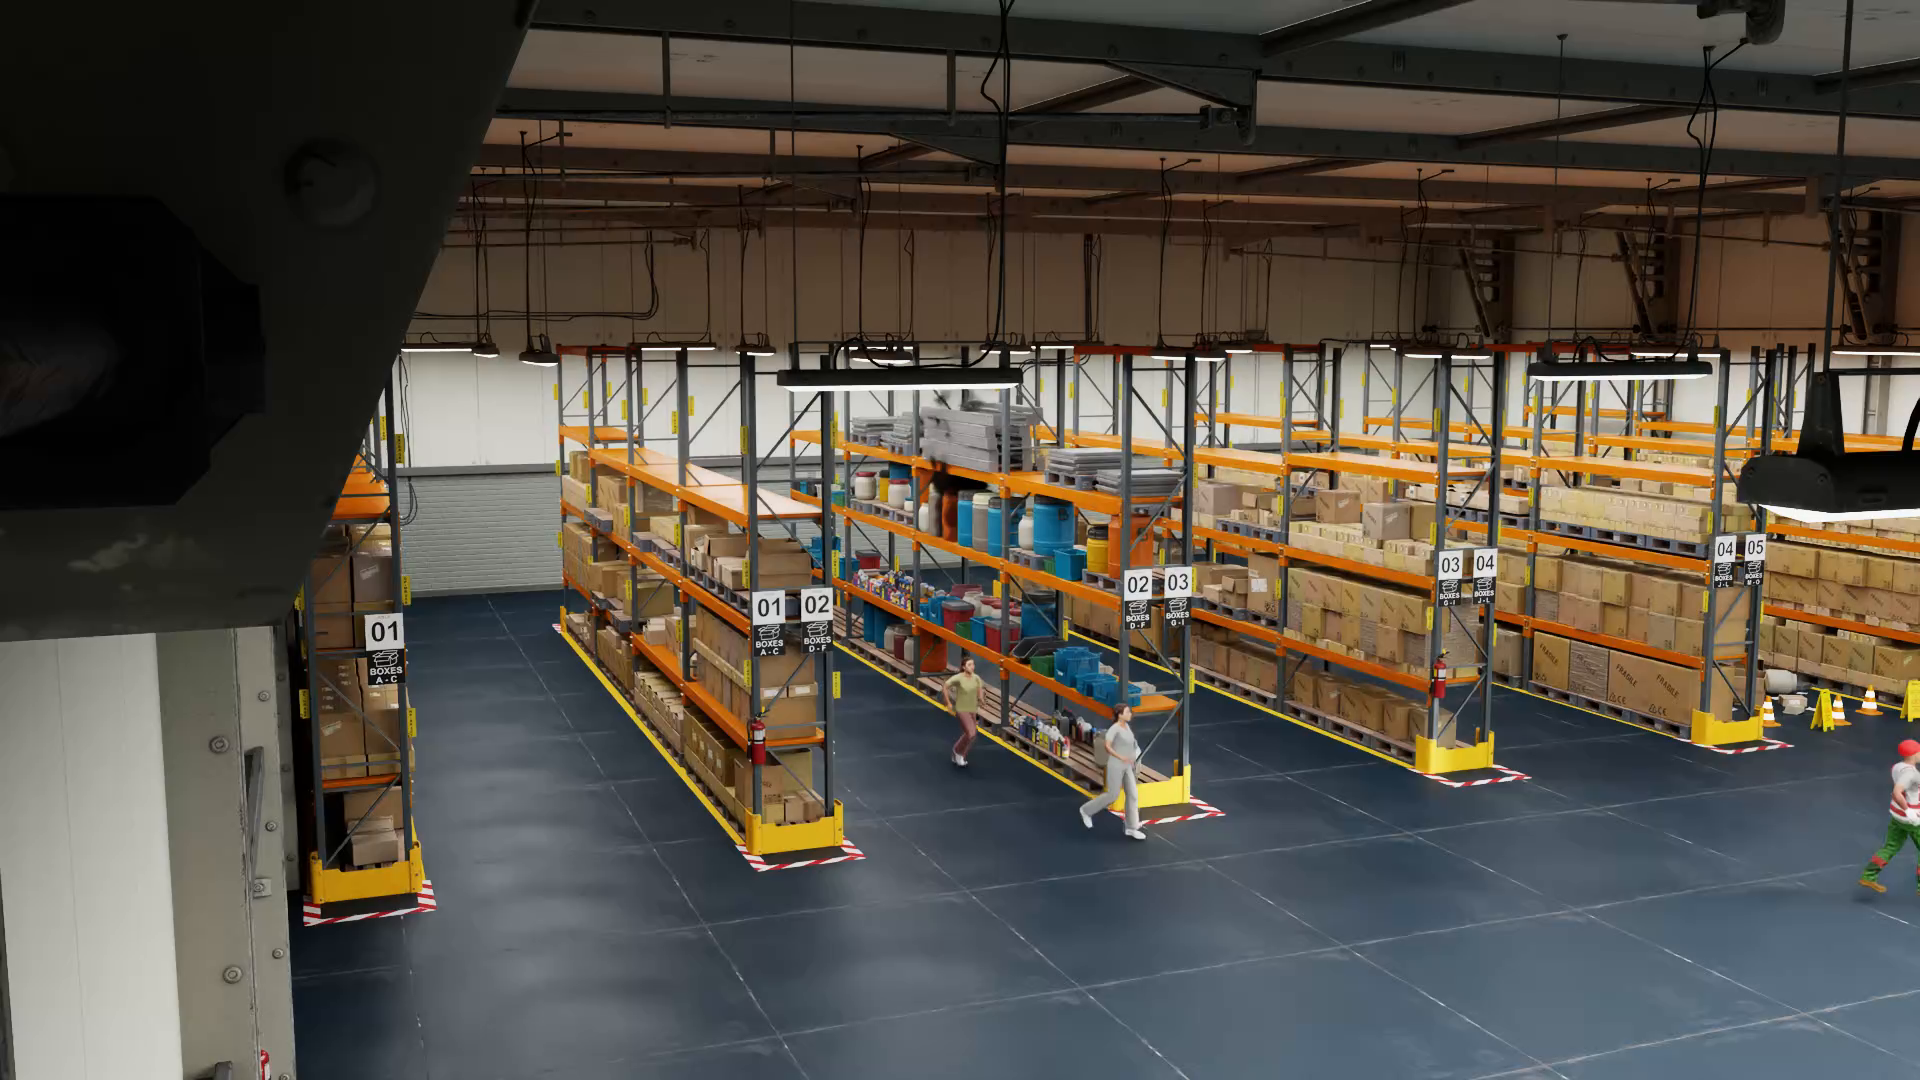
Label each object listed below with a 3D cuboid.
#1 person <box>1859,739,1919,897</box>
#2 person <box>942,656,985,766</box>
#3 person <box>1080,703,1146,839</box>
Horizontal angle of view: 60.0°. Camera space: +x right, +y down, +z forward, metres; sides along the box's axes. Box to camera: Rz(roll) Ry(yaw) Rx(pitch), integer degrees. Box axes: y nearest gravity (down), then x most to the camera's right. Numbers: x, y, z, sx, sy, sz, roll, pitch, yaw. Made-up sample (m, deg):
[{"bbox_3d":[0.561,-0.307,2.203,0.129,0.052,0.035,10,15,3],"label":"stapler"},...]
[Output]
[{"bbox_3d":[10.449,3.106,18.365,0.835,1.834,0.654,1,7,6],"label":"person"},{"bbox_3d":[0.098,2.474,23.937,0.551,1.626,0.688,-5,9,-36],"label":"person"},{"bbox_3d":[2.026,2.860,20.916,0.933,1.631,0.632,5,9,36],"label":"person"}]
